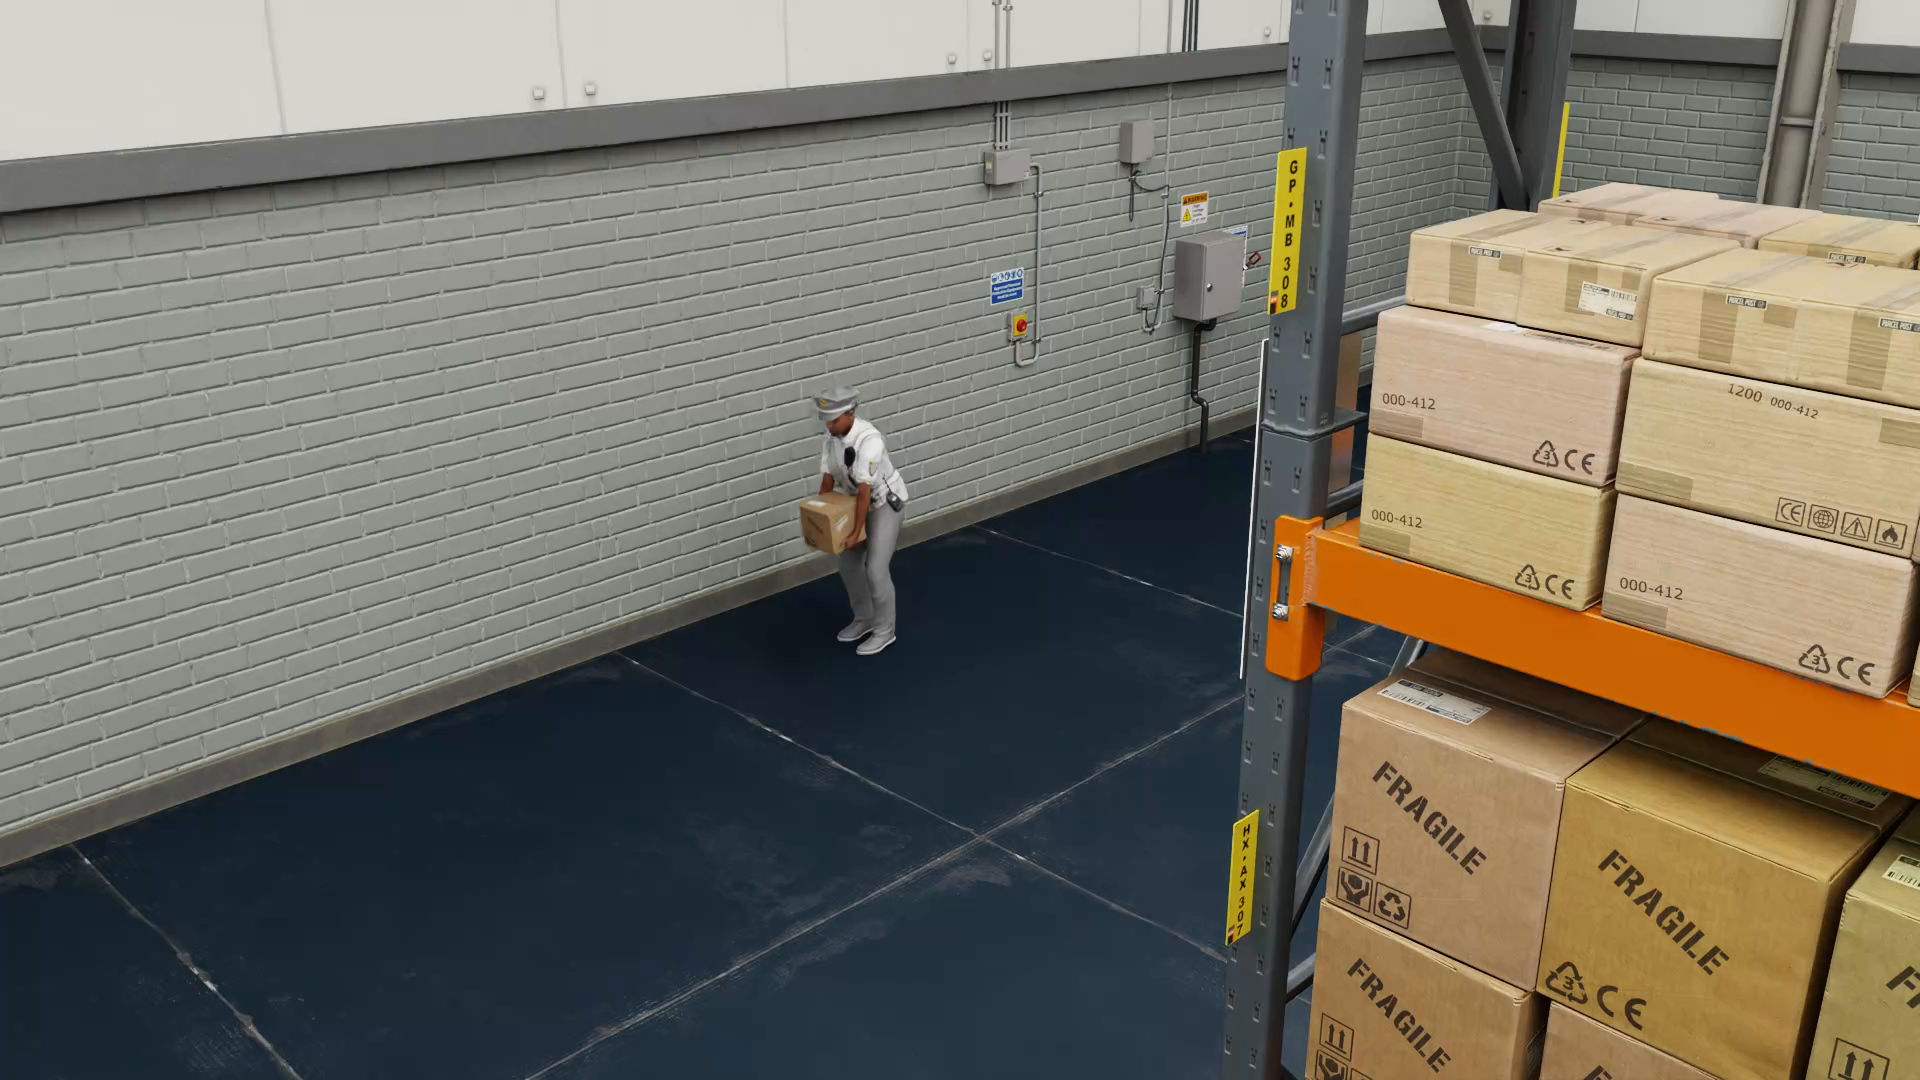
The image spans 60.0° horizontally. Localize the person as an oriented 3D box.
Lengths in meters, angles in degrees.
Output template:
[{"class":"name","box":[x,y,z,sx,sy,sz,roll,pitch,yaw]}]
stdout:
[{"class":"person","box":[-0.571,-0.126,9.521,0.413,1.595,0.575,18,27,40]}]
